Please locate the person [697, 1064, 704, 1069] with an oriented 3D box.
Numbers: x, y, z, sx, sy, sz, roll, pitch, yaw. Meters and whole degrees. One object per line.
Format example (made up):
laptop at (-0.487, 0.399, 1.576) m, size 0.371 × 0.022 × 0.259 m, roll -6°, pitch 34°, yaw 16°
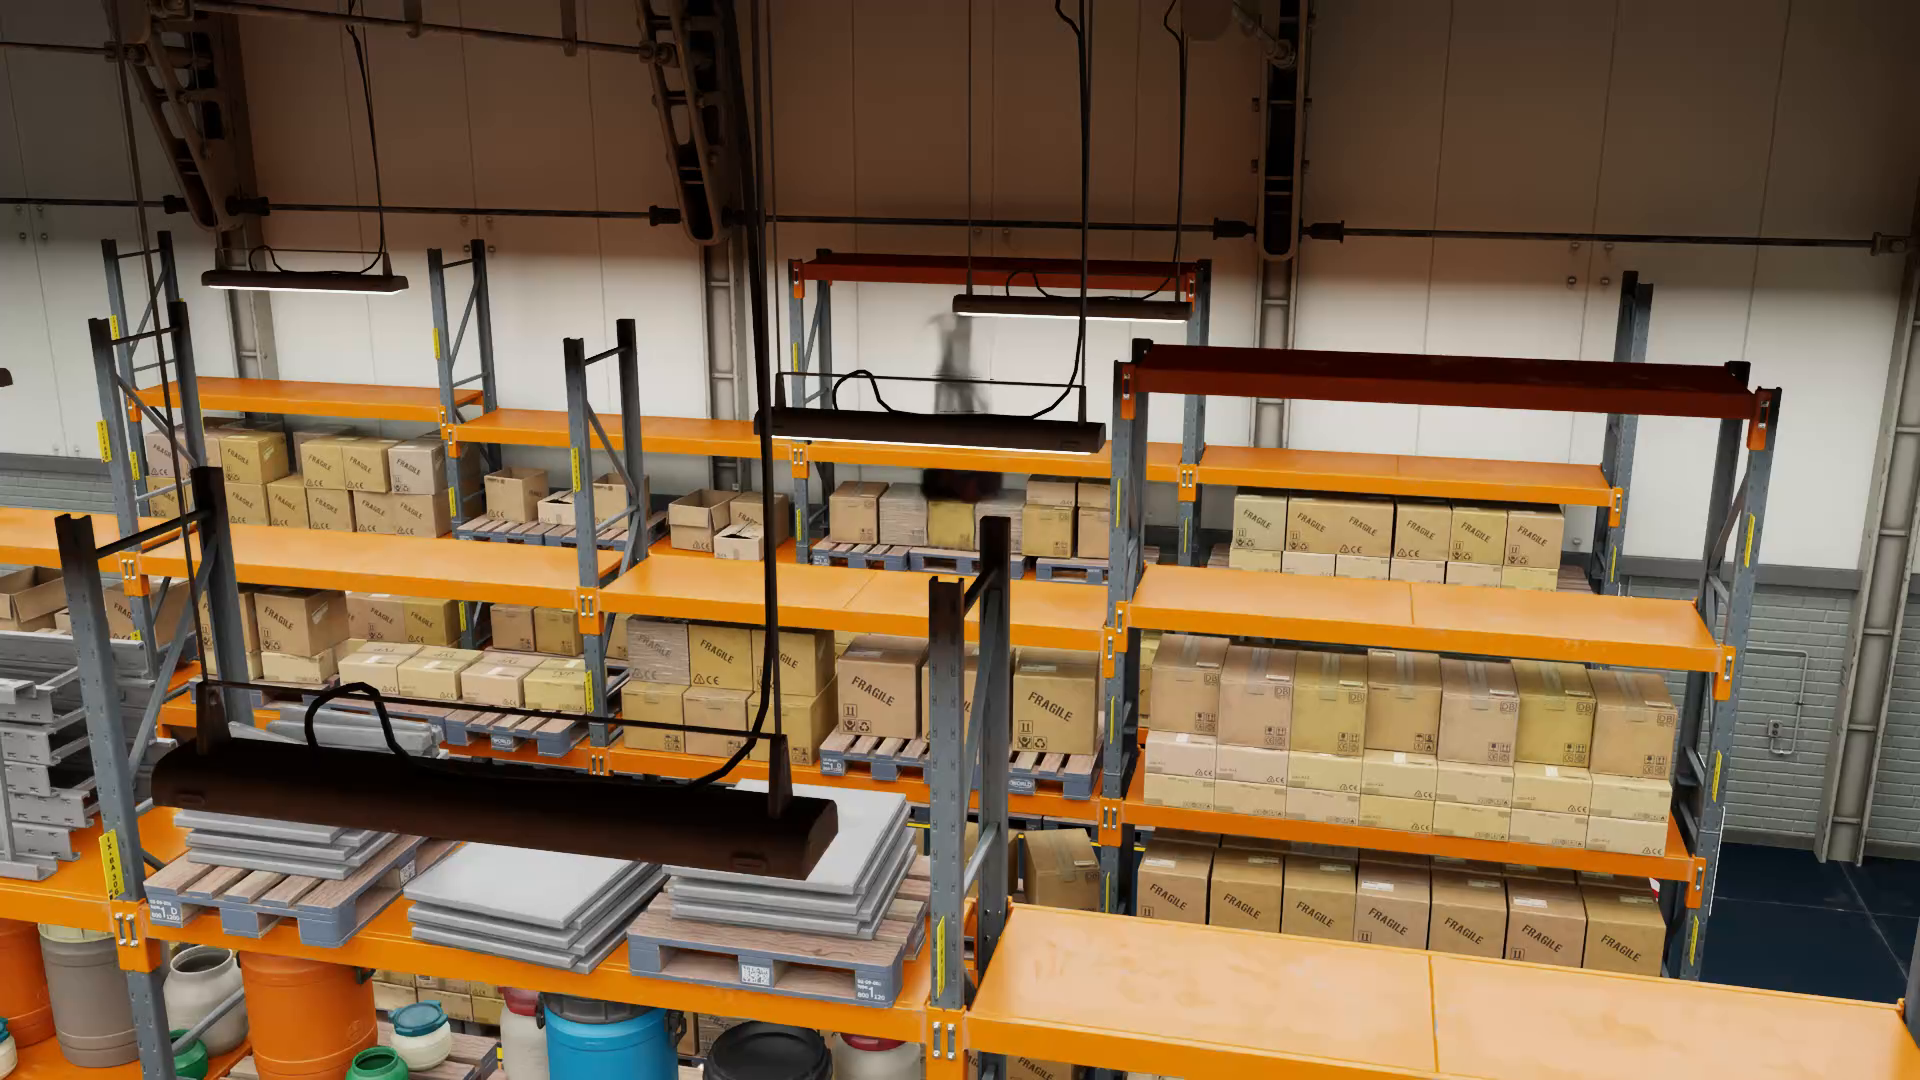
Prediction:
person at (-1.324, 4.219, 10.974) m, size 0.834 × 1.717 × 0.656 m, roll 3°, pitch 17°, yaw 12°
